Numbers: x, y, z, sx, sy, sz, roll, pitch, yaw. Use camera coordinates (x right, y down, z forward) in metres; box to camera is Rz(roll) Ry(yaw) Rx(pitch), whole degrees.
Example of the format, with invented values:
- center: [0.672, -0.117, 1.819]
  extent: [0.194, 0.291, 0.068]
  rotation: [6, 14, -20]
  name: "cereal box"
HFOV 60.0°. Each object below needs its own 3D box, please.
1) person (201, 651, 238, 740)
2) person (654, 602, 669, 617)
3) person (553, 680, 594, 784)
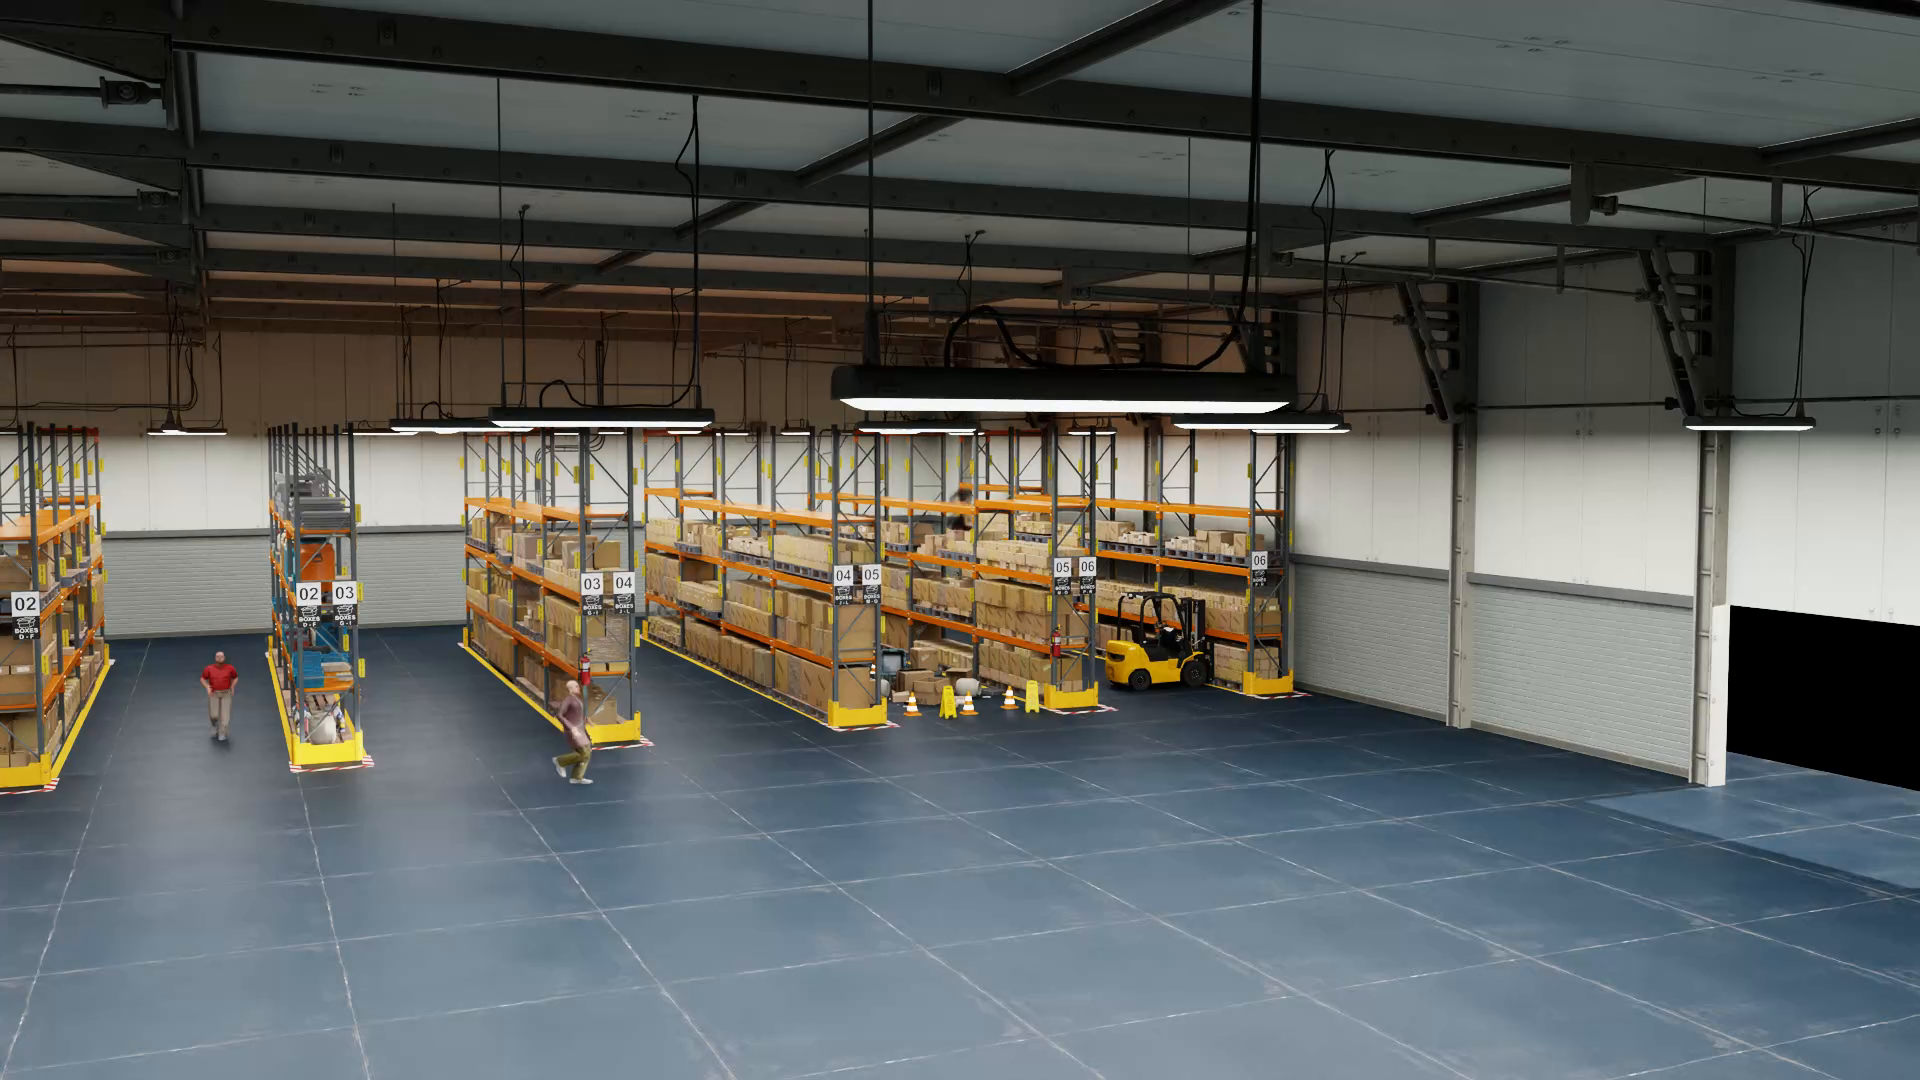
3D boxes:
- center: [-14.032, 2.952, 31.548]
  extent: [0.644, 1.679, 0.595]
  rotation: [-2, 4, -29]
  name: "person"
- center: [-8.762, 1.893, 49.189]
  extent: [0.780, 1.639, 0.567]
  rotation: [-2, 4, -35]
  name: "person"
- center: [-6.408, 3.183, 27.542]
  extent: [0.631, 1.726, 0.726]
  rotation: [0, 4, 7]
  name: "person"
